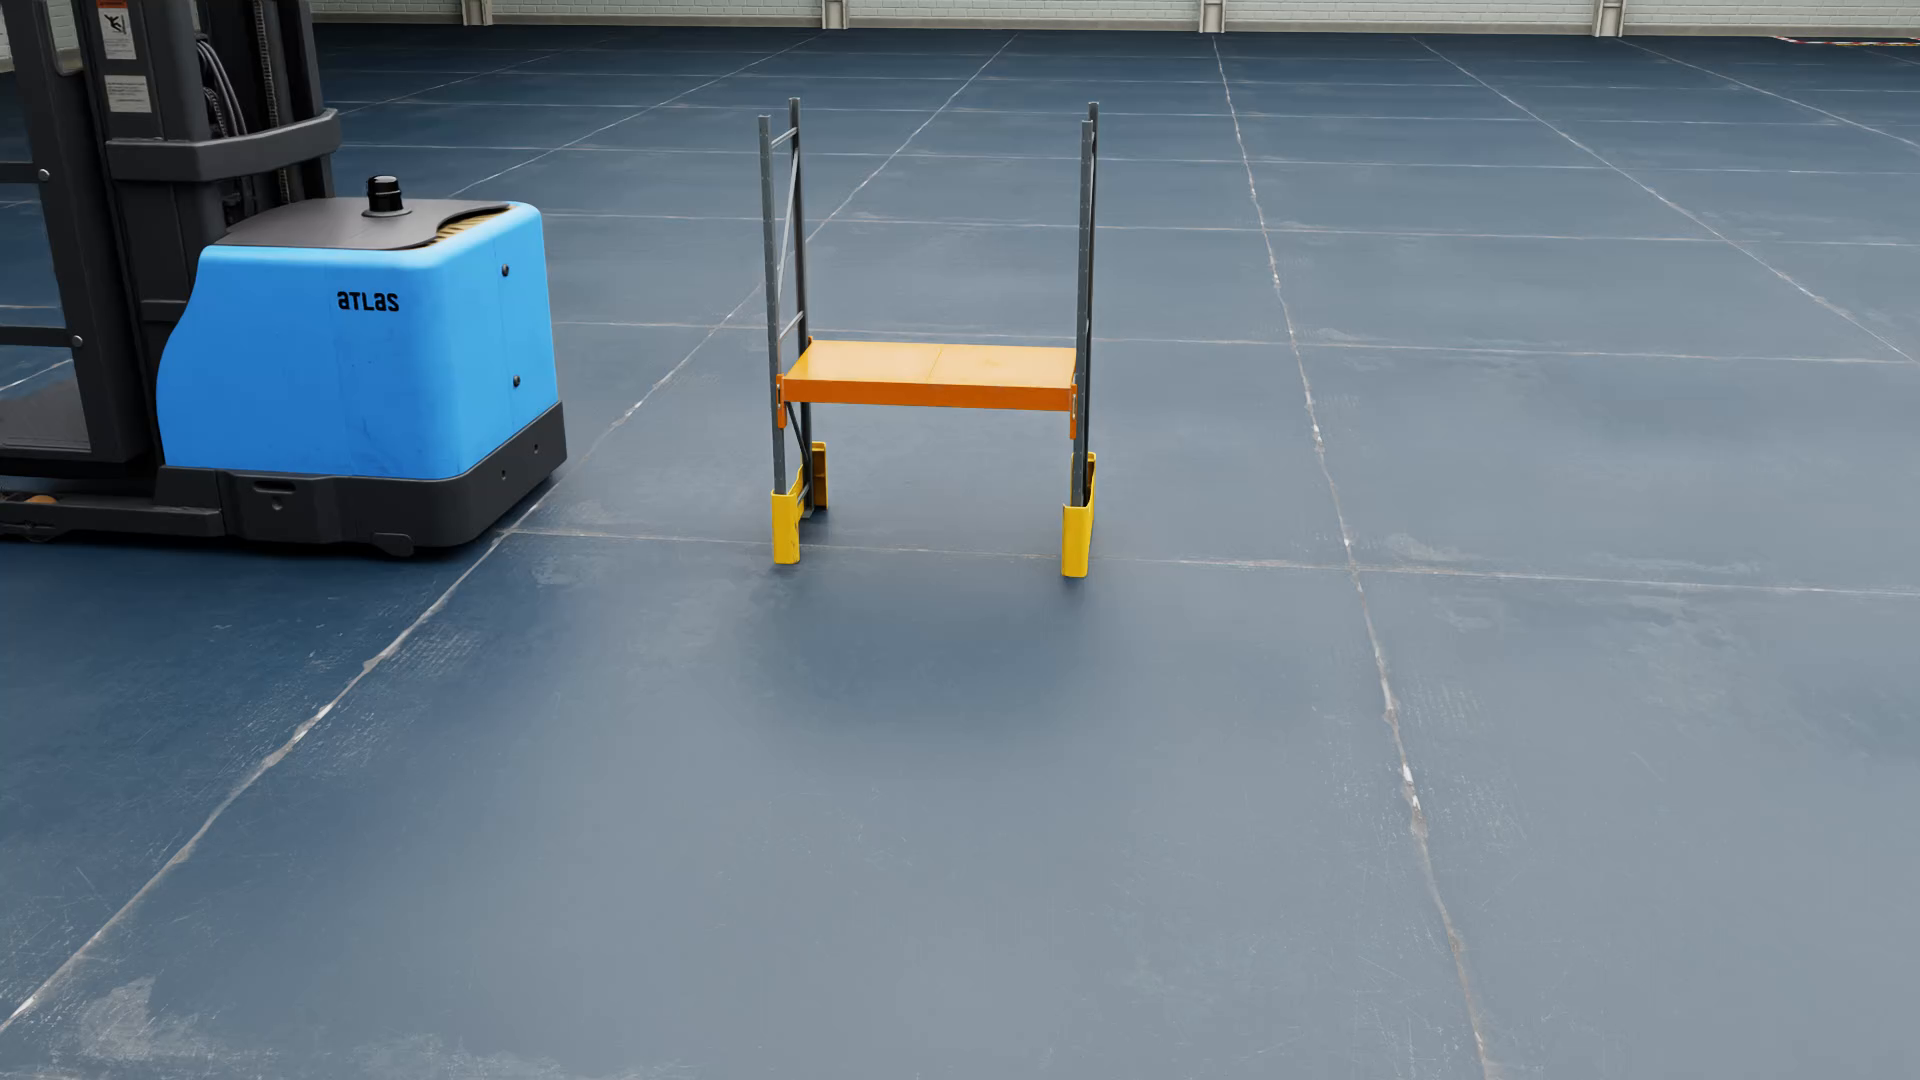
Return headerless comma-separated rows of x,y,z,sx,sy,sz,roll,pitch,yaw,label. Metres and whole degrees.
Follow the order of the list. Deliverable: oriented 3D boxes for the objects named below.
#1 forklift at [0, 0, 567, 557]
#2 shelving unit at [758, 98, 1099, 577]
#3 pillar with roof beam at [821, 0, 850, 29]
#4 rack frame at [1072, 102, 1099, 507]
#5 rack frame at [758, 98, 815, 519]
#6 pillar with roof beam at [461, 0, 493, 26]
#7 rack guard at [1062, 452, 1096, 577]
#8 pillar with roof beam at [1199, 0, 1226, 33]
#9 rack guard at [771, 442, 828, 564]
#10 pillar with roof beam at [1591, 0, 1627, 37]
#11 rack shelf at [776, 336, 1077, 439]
-3.110,-1.541,5.850,3.031,2.935,1.130,3,22,8,forklift
-0.076,-0.701,5.672,1.083,1.500,0.587,2,22,6,shelving unit
-2.507,-10.872,21.201,0.400,9.000,9.100,2,22,6,pillar with roof beam
0.420,-0.679,5.618,0.032,1.500,0.500,2,22,6,rack frame
-0.590,-0.723,5.729,0.032,1.500,0.500,2,22,6,rack frame
-8.465,-11.132,21.857,0.400,9.000,9.100,2,22,6,pillar with roof beam
0.419,-0.098,5.848,0.087,0.250,0.587,2,22,6,rack guard
3.452,-10.613,20.544,0.400,9.000,9.100,2,22,6,pillar with roof beam
-0.570,-0.141,5.957,0.087,0.250,0.587,2,22,6,rack guard
9.410,-10.353,19.887,0.400,9.000,9.100,2,22,6,pillar with roof beam
-0.085,-0.534,5.740,1.000,0.185,0.538,2,22,6,rack shelf
